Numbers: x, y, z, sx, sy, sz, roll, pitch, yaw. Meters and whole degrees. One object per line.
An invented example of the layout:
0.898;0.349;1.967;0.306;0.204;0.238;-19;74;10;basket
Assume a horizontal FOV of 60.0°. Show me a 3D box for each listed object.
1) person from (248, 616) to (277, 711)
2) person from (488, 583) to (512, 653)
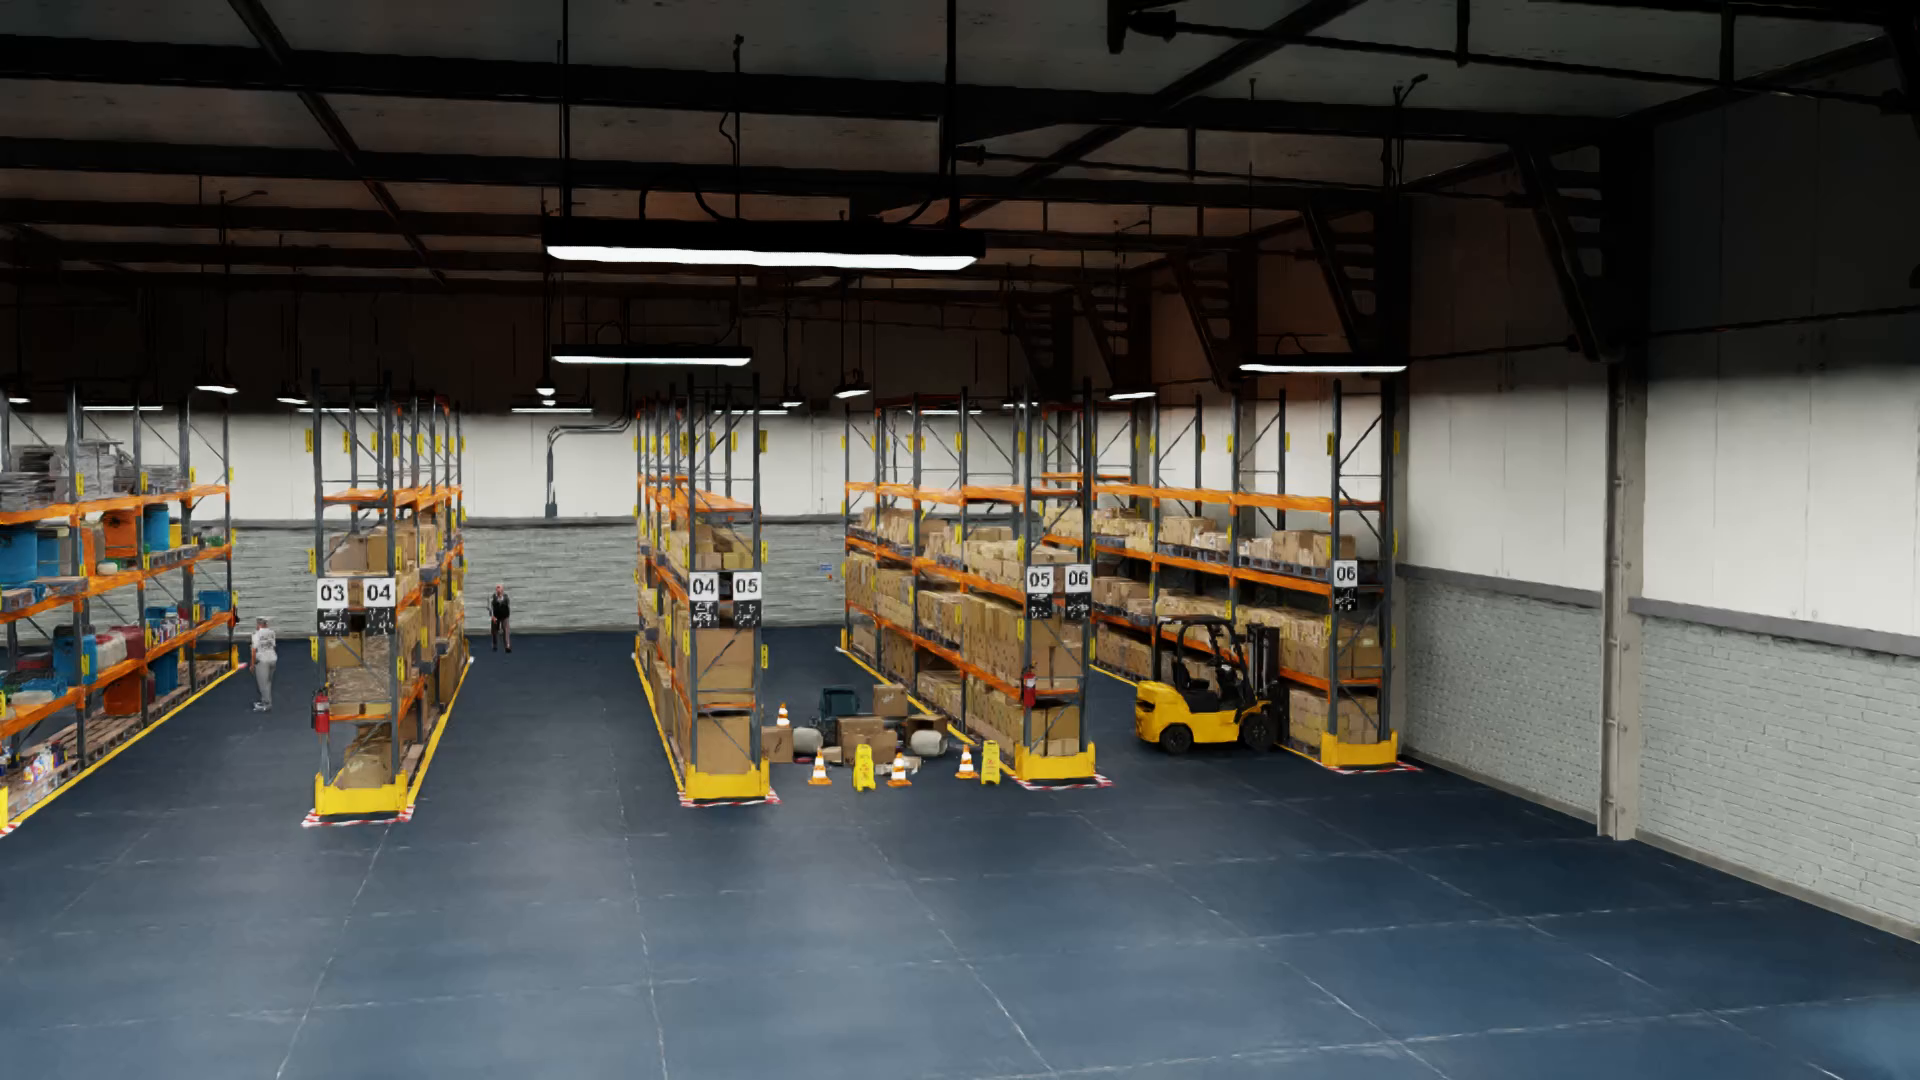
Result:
-13.144;2.306;31.310;0.586;1.748;0.653;1;3;15;person
-11.031;1.863;39.835;0.538;1.664;1.029;-1;4;-22;person
